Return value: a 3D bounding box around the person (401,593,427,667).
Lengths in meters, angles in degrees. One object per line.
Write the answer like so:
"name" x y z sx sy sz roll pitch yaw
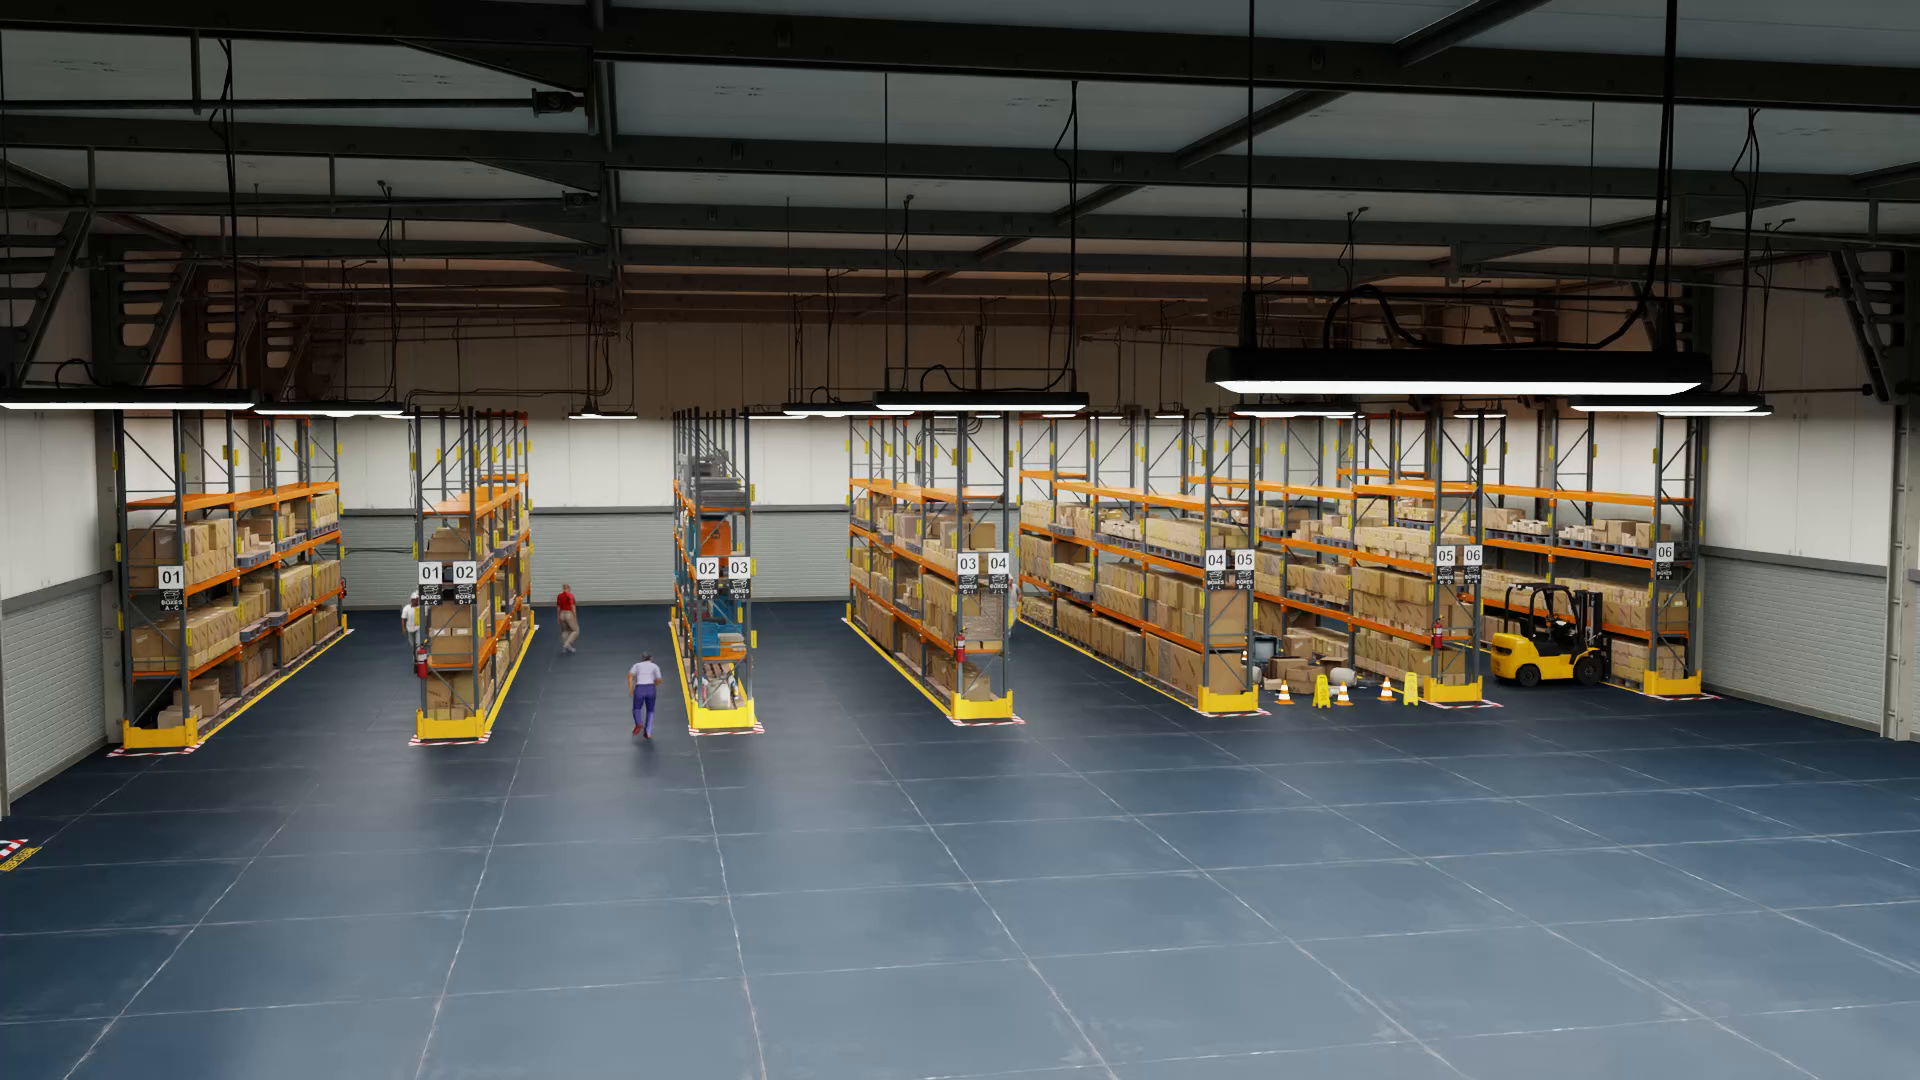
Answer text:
"person" -12.753 2.089 38.819 0.548 1.704 1.077 -1 4 -8

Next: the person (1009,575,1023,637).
"person" 1.318 1.756 44.039 0.690 1.687 0.633 0 4 -3

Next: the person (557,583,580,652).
"person" -9.750 1.934 41.222 0.573 1.726 0.506 2 5 28

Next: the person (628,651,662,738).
"person" -5.753 2.799 30.384 0.619 1.544 0.711 -1 4 -9
